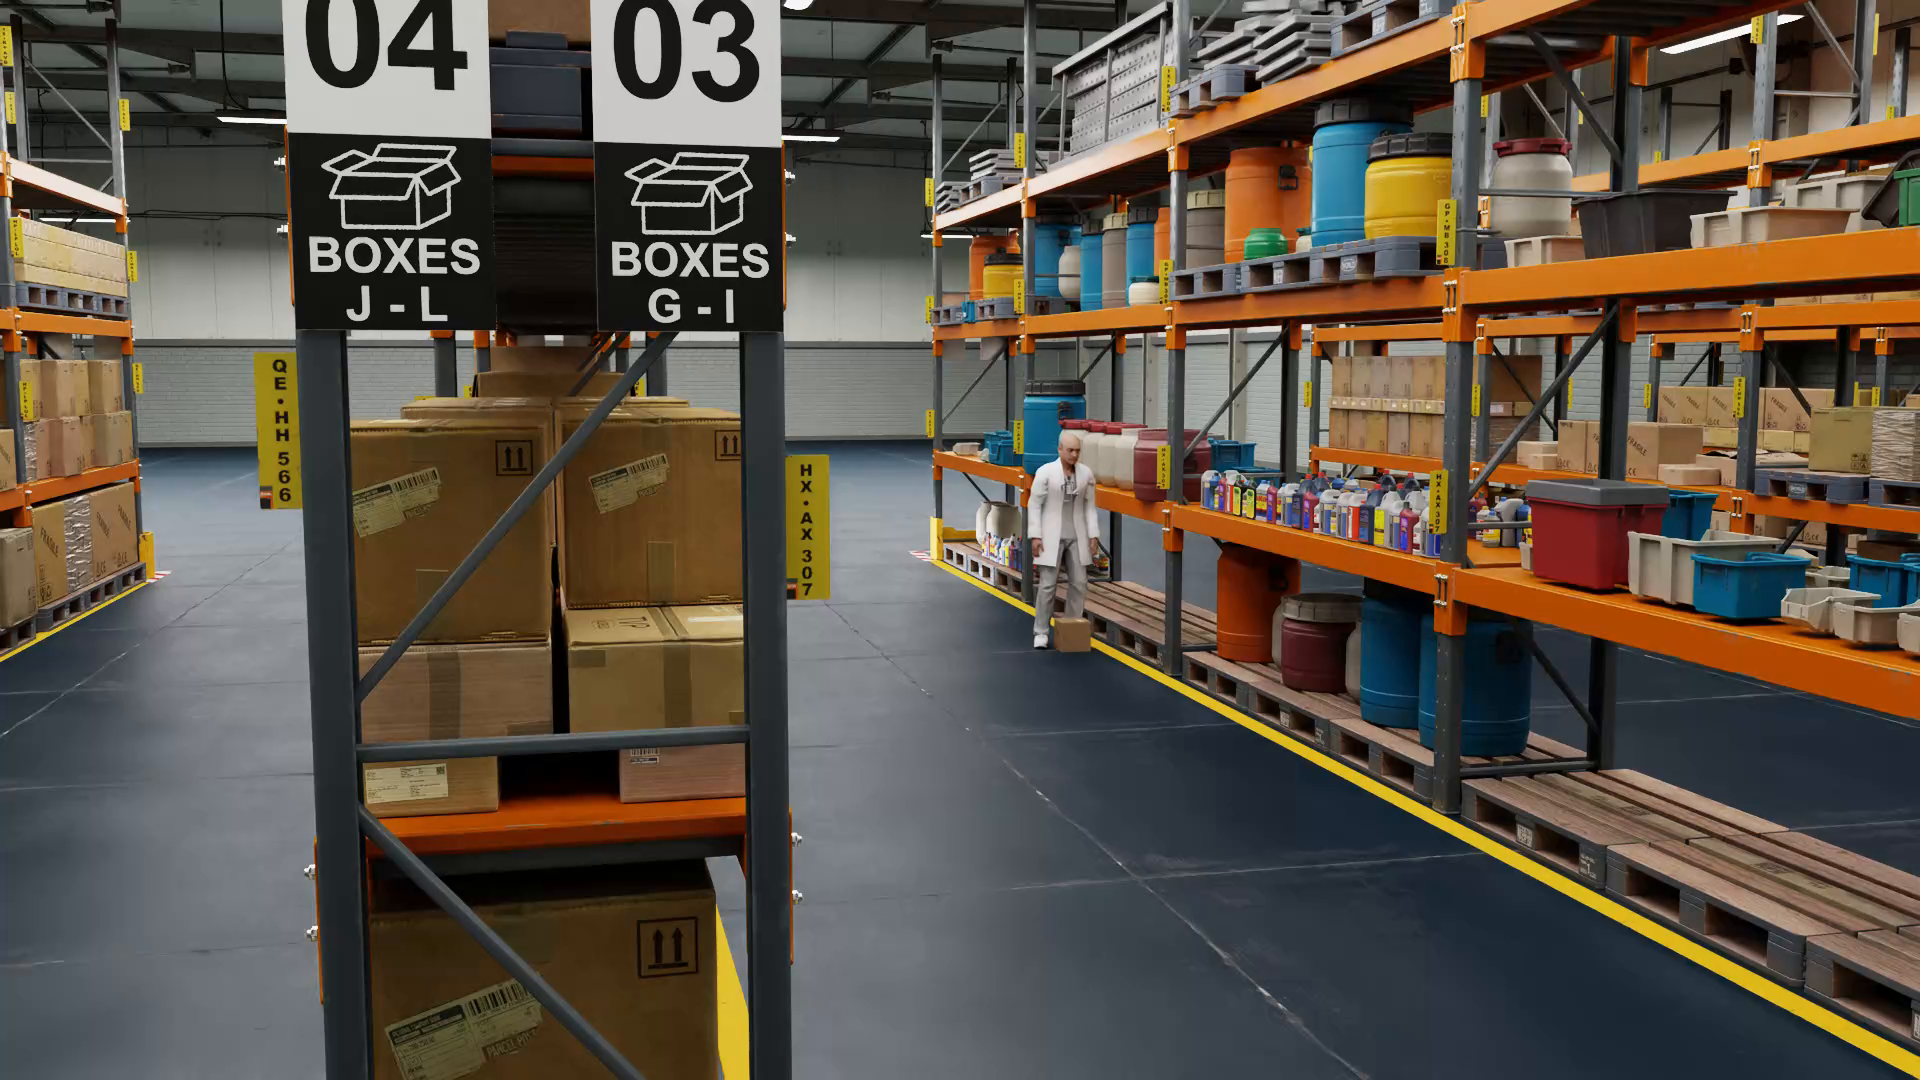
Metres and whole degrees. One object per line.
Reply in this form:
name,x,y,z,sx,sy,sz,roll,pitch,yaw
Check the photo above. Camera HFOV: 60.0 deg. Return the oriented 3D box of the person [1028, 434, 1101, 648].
person,0.875,0.000,13.892,0.648,1.772,0.429,-2,6,-17
